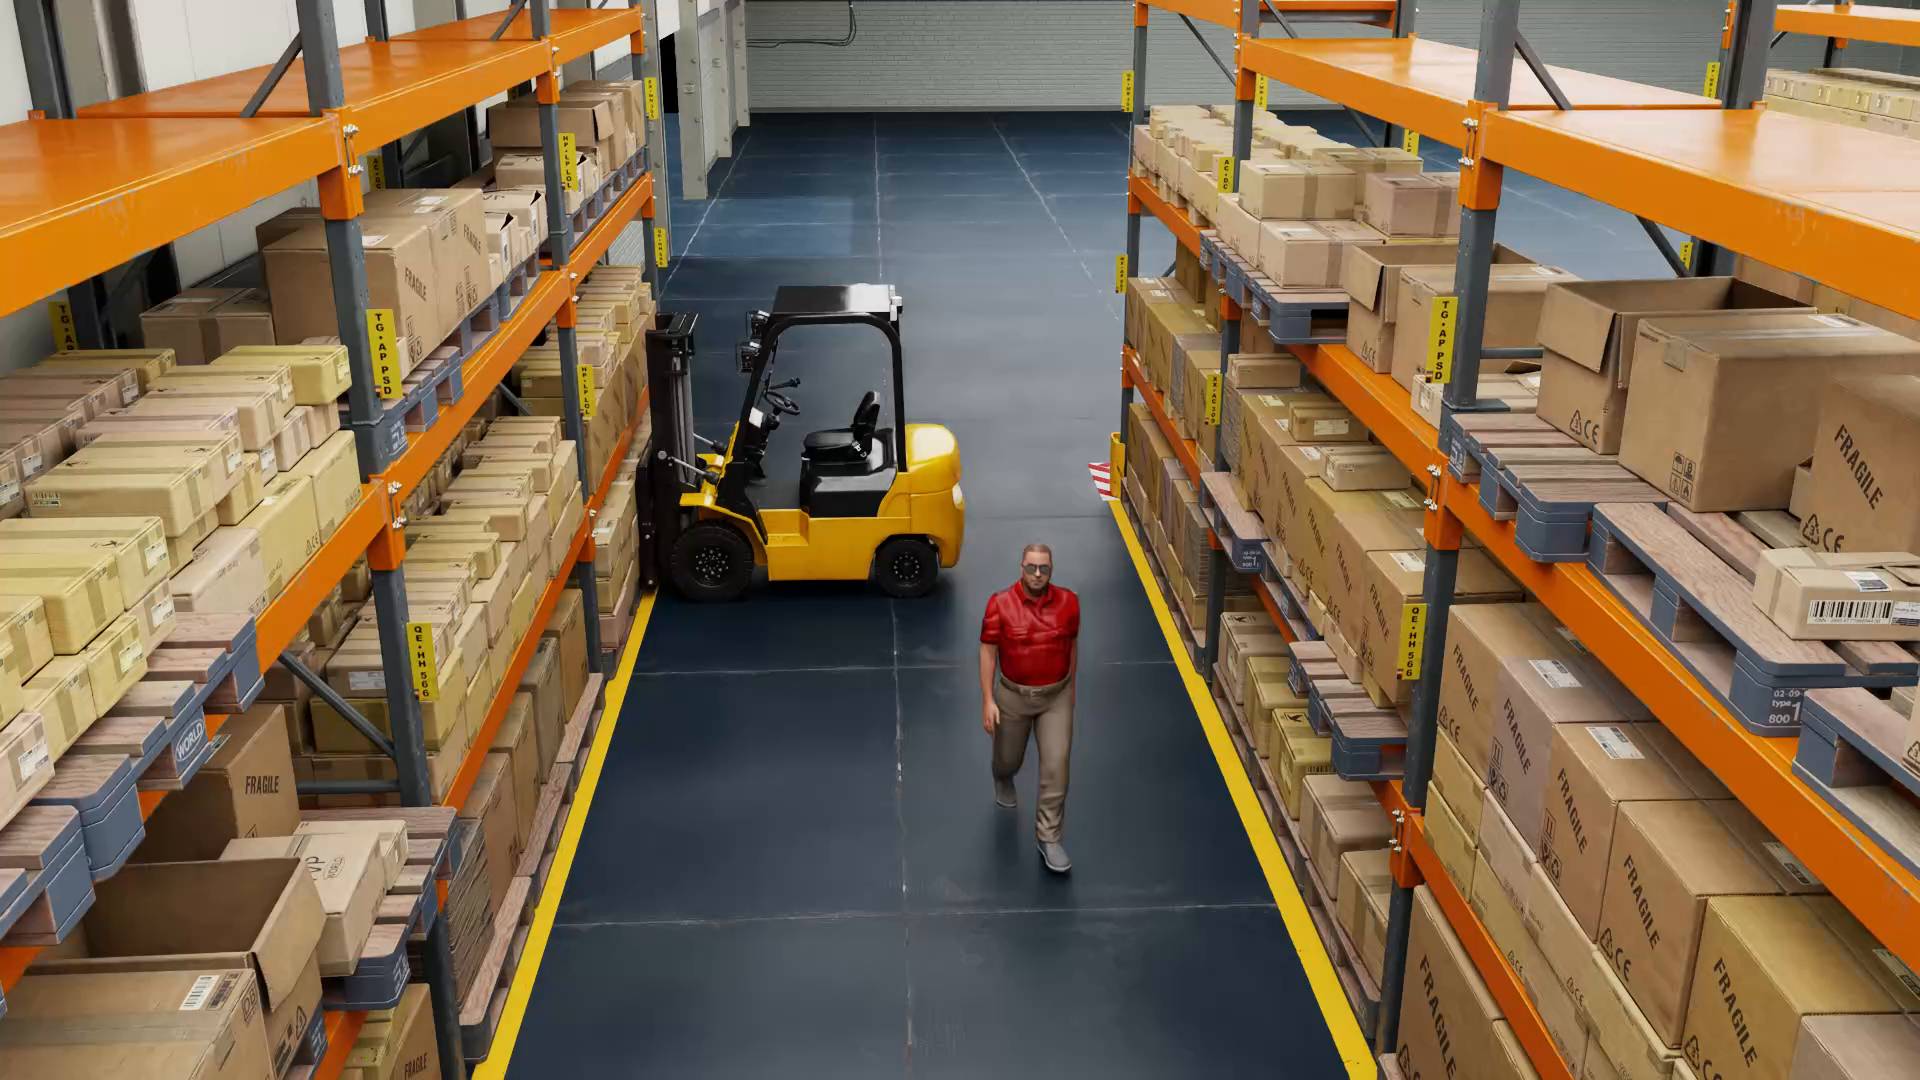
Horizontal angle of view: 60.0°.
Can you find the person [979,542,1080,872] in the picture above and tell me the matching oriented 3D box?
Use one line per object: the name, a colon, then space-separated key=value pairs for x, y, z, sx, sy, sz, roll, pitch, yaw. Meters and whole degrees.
person: x=0.369 y=0.820 z=8.860 sx=0.547 sy=1.683 sz=0.937 roll=-3 pitch=20 yaw=-8
